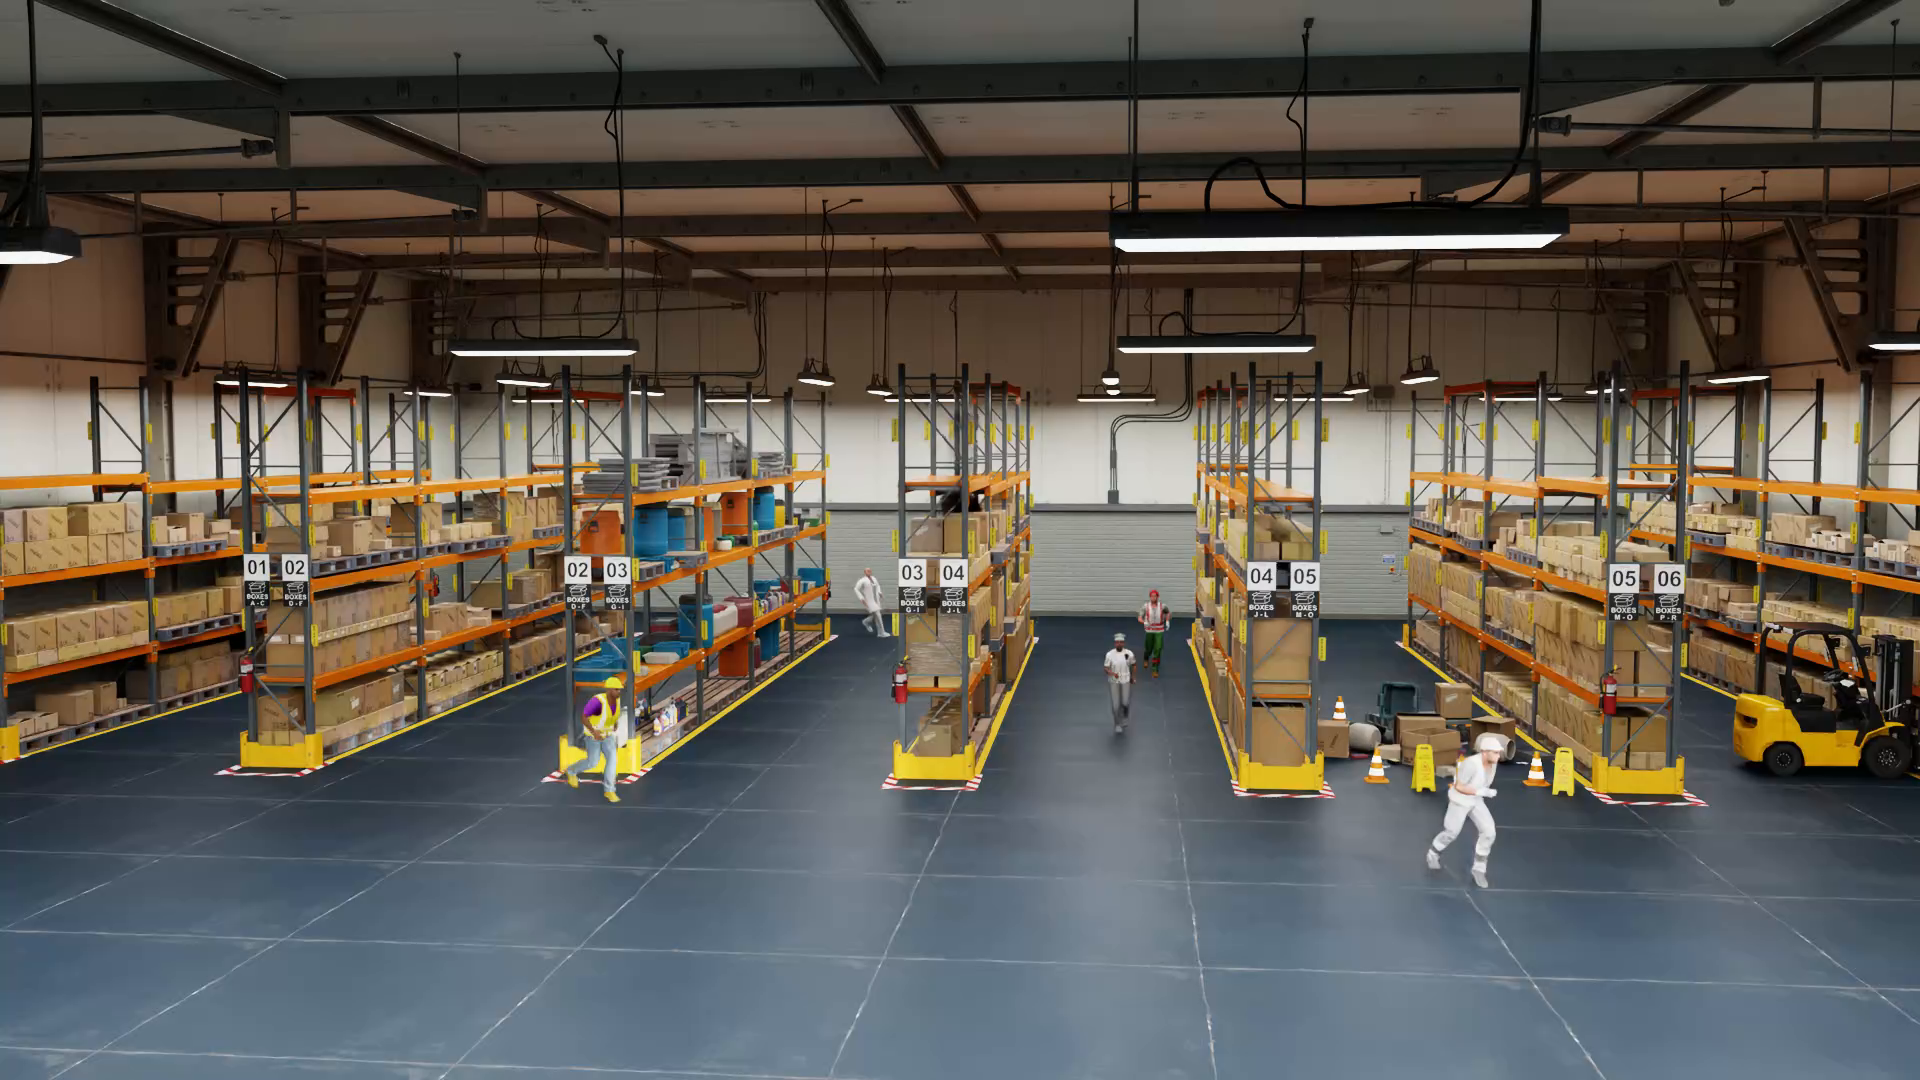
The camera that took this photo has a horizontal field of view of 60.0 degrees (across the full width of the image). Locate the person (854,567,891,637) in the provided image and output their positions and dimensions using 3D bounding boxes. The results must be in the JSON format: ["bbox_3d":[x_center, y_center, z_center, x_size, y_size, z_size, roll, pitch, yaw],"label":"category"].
[{"bbox_3d":[-2.196,1.522,40.746,0.929,1.722,0.774,3,5,41],"label":"person"}]

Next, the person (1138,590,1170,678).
[{"bbox_3d":[4.013,1.911,34.373,0.667,1.786,0.956,0,4,3],"label":"person"}]

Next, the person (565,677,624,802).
[{"bbox_3d":[-5.010,2.712,22.840,1.029,1.708,0.722,2,4,26],"label":"person"}]

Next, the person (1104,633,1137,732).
[{"bbox_3d":[2.687,2.389,27.782,0.562,1.662,0.562,0,4,4],"label":"person"}]

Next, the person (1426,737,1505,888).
[{"bbox_3d":[5.648,2.998,18.573,0.707,1.721,1.026,-2,4,-32],"label":"person"}]
